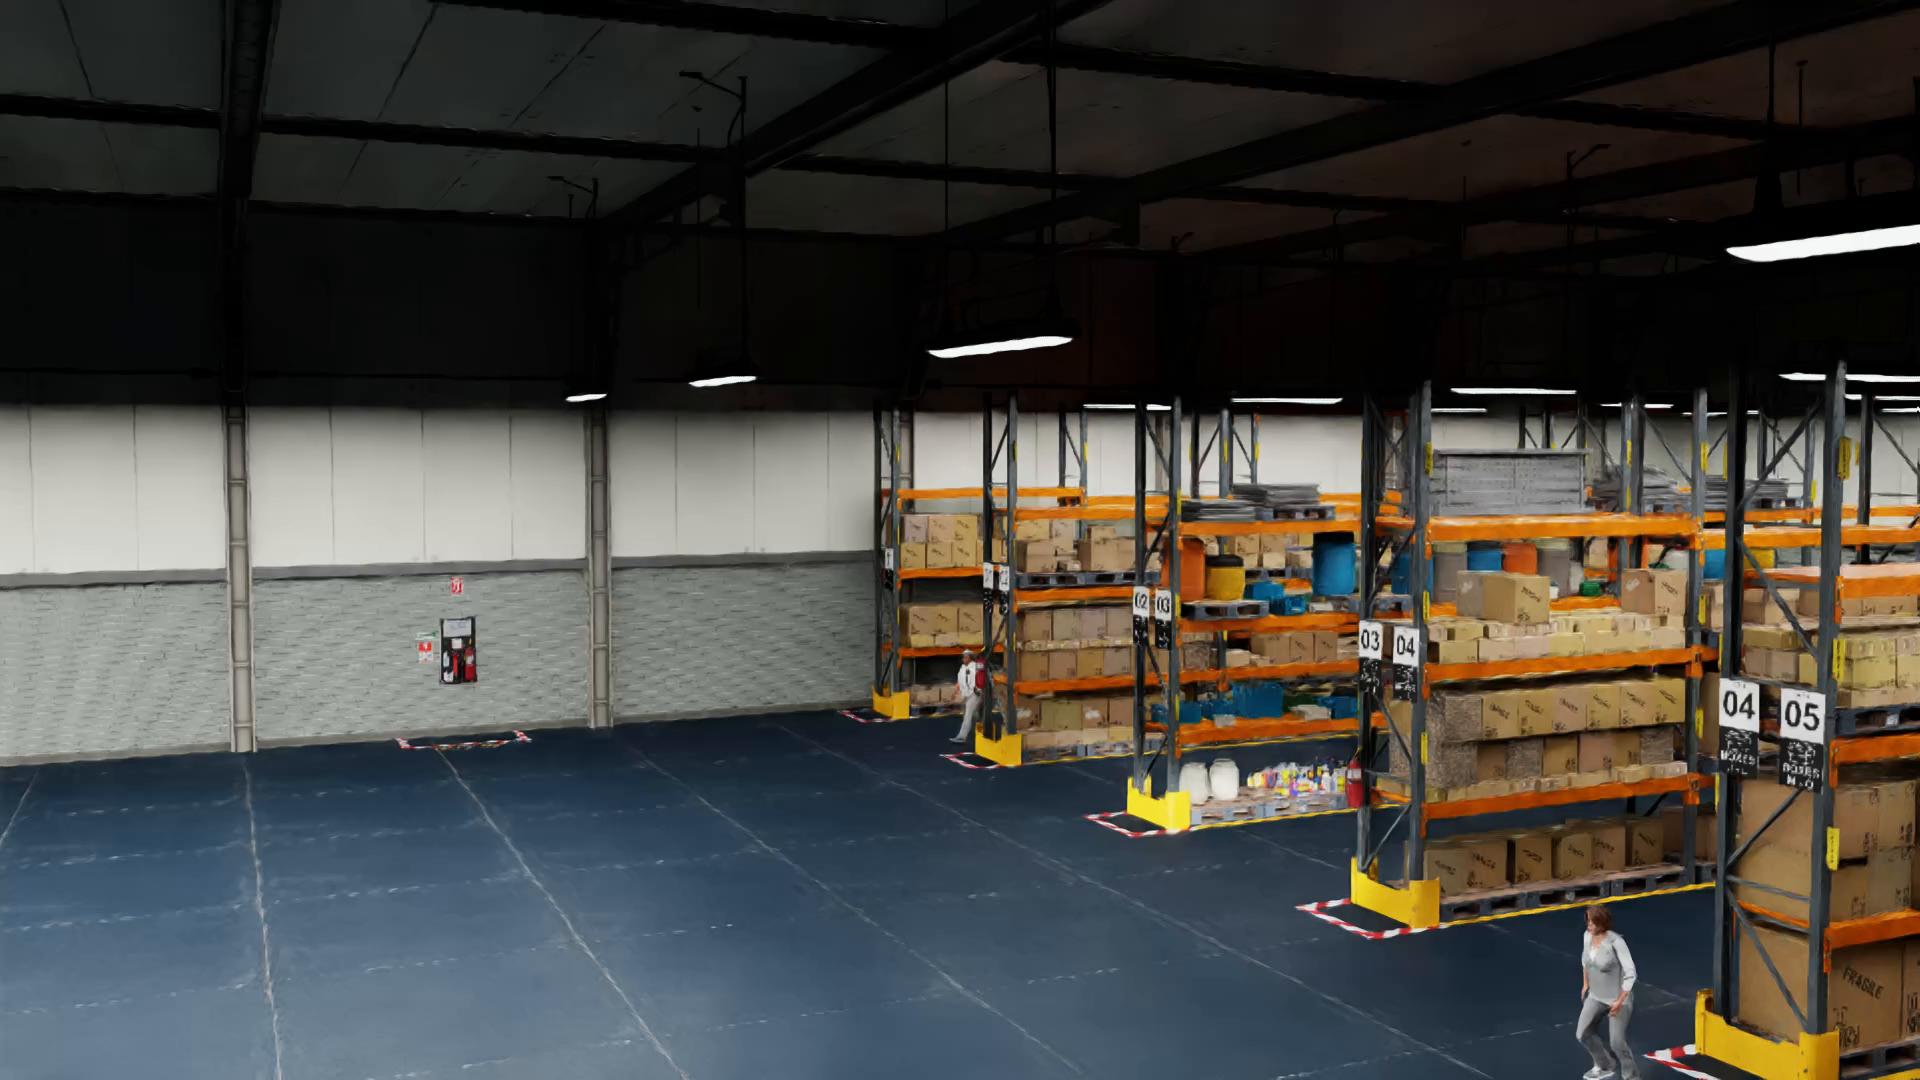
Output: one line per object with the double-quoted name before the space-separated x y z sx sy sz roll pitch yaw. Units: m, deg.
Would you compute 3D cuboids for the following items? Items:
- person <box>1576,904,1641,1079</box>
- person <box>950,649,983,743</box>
"person" 5.153 3.630 13.204 0.516 1.538 0.566 -2 4 -27
"person" 0.169 2.671 28.825 0.999 1.591 0.490 -2 4 -32
